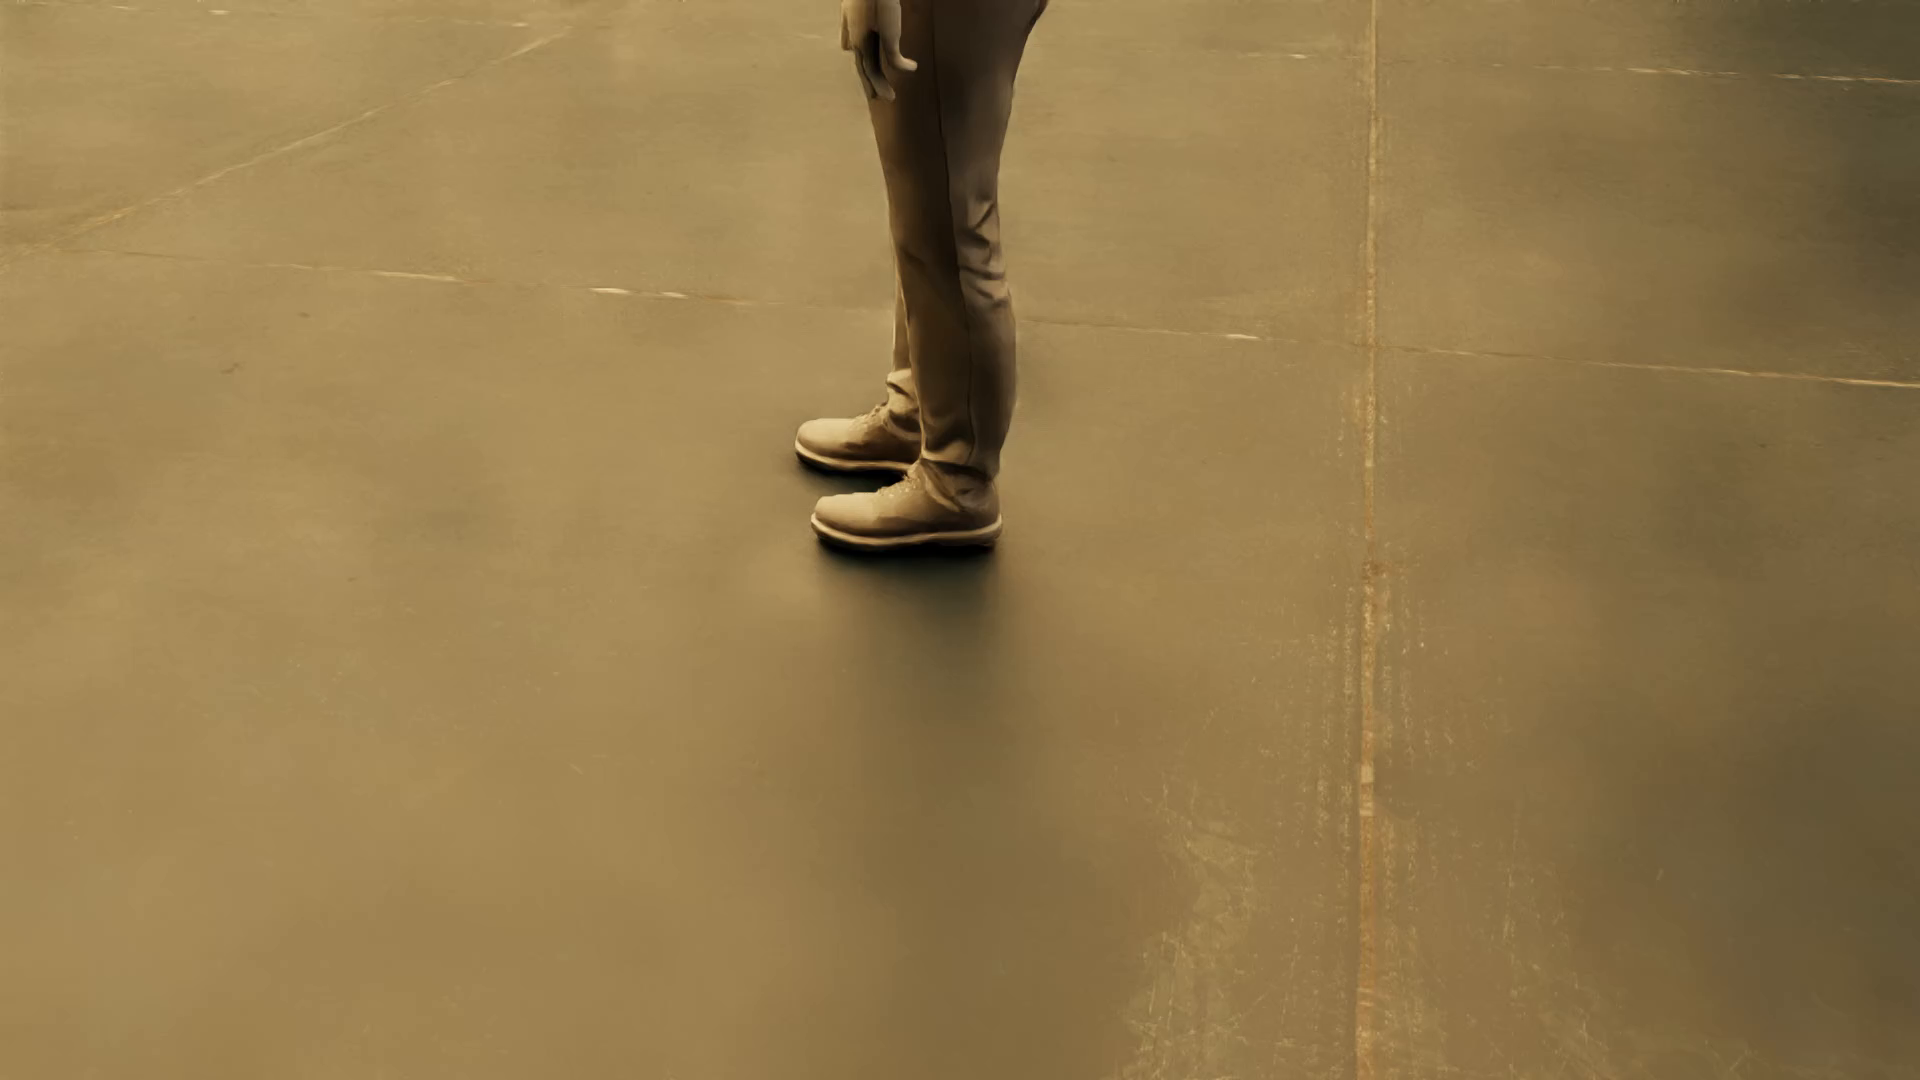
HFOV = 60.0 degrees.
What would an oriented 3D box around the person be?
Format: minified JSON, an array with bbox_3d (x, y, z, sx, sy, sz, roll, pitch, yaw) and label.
[{"bbox_3d":[-0.064,-0.773,2.135,0.532,1.695,0.586,6,27,11],"label":"person"}]
